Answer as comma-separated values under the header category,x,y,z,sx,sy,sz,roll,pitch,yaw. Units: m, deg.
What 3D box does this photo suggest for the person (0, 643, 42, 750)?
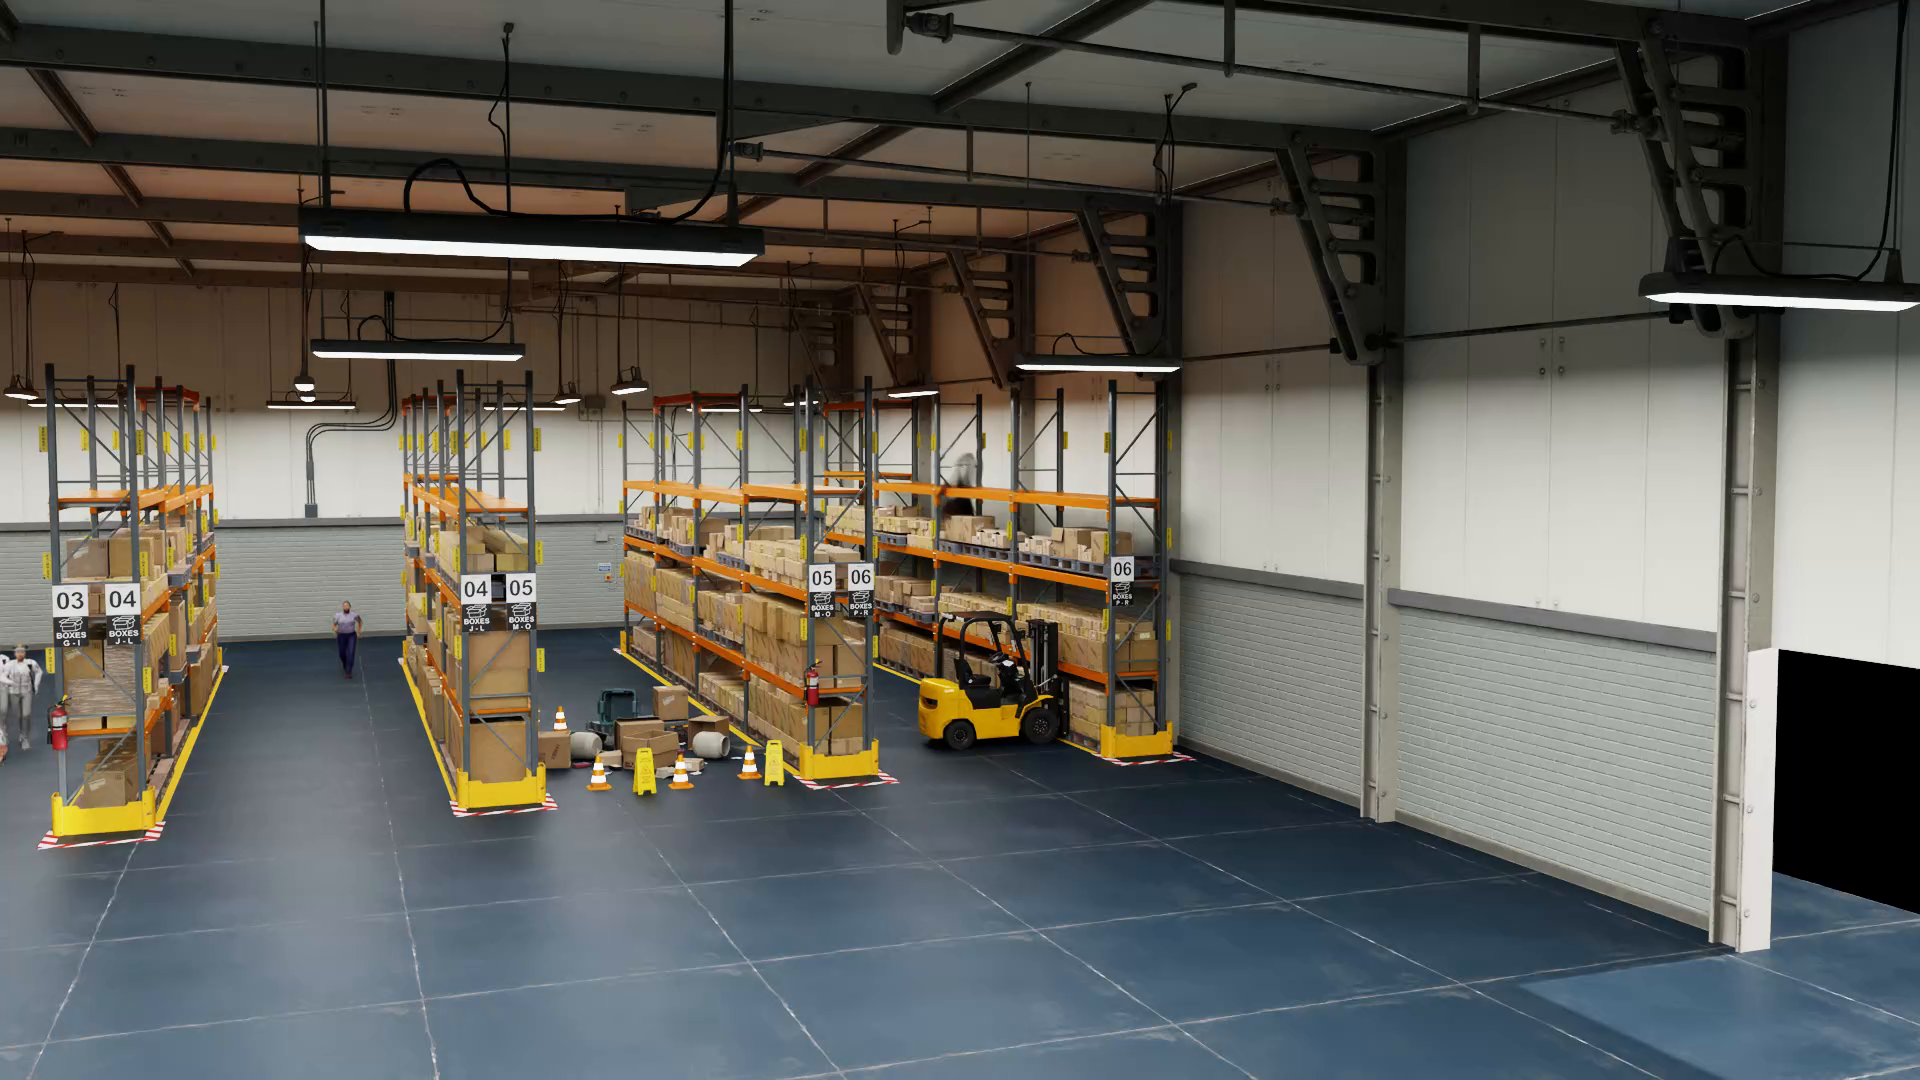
category,x,y,z,sx,sy,sz,roll,pitch,yaw
person,-15.474,2.554,27.399,0.601,1.730,0.830,-1,4,-23

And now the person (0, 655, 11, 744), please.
category,x,y,z,sx,sy,sz,roll,pitch,yaw
person,-16.112,2.528,27.779,0.603,1.685,0.854,-2,4,-34

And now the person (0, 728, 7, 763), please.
category,x,y,z,sx,sy,sz,roll,pitch,yaw
person,-12.470,2.930,21.082,0.706,1.749,0.675,-3,4,-40

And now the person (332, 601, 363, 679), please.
category,x,y,z,sx,sy,sz,roll,pitch,yaw
person,-13.133,2.119,35.641,0.622,1.638,0.909,-1,3,-17
